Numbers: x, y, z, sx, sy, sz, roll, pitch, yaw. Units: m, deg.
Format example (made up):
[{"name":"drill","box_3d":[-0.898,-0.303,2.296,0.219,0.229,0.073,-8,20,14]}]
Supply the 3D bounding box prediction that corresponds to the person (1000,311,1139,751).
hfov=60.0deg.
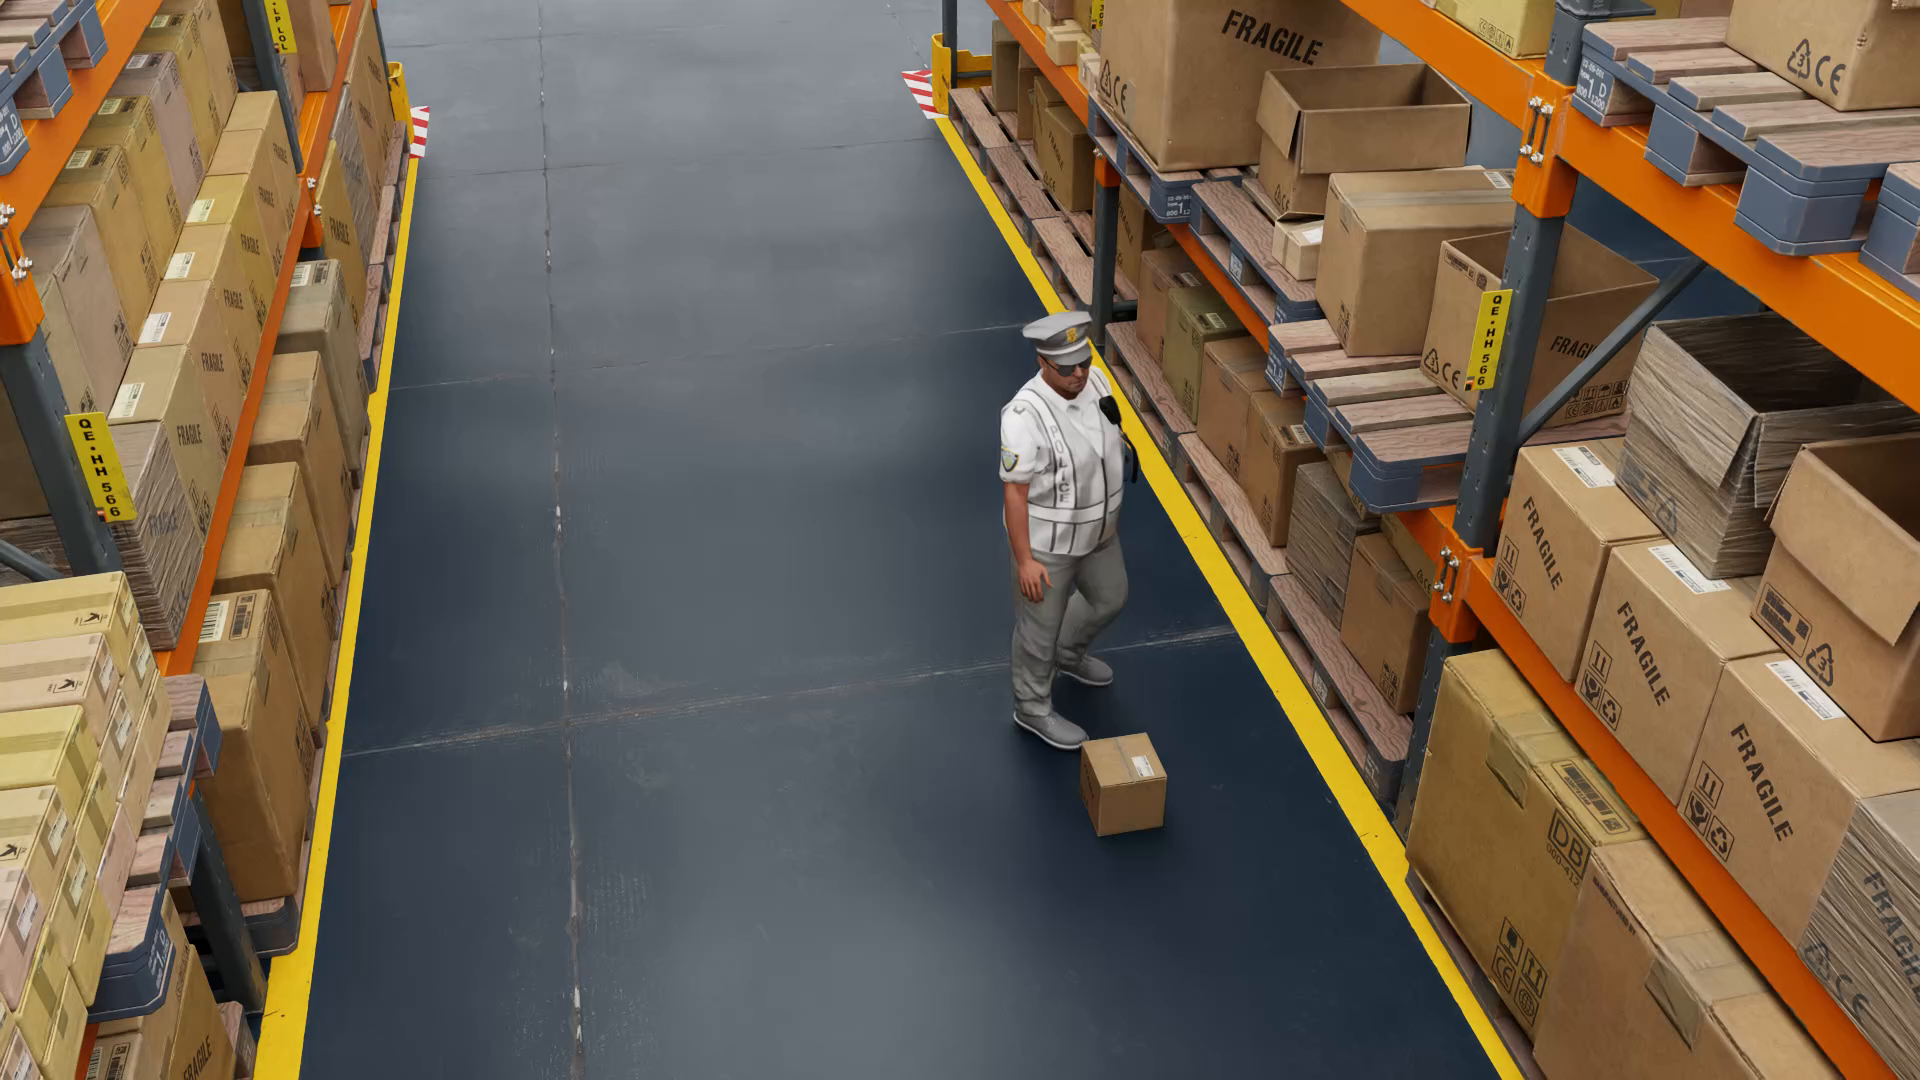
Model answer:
[{"name":"person","box_3d":[0.416,-0.045,6.179,0.439,1.779,0.627,28,43,34]}]
